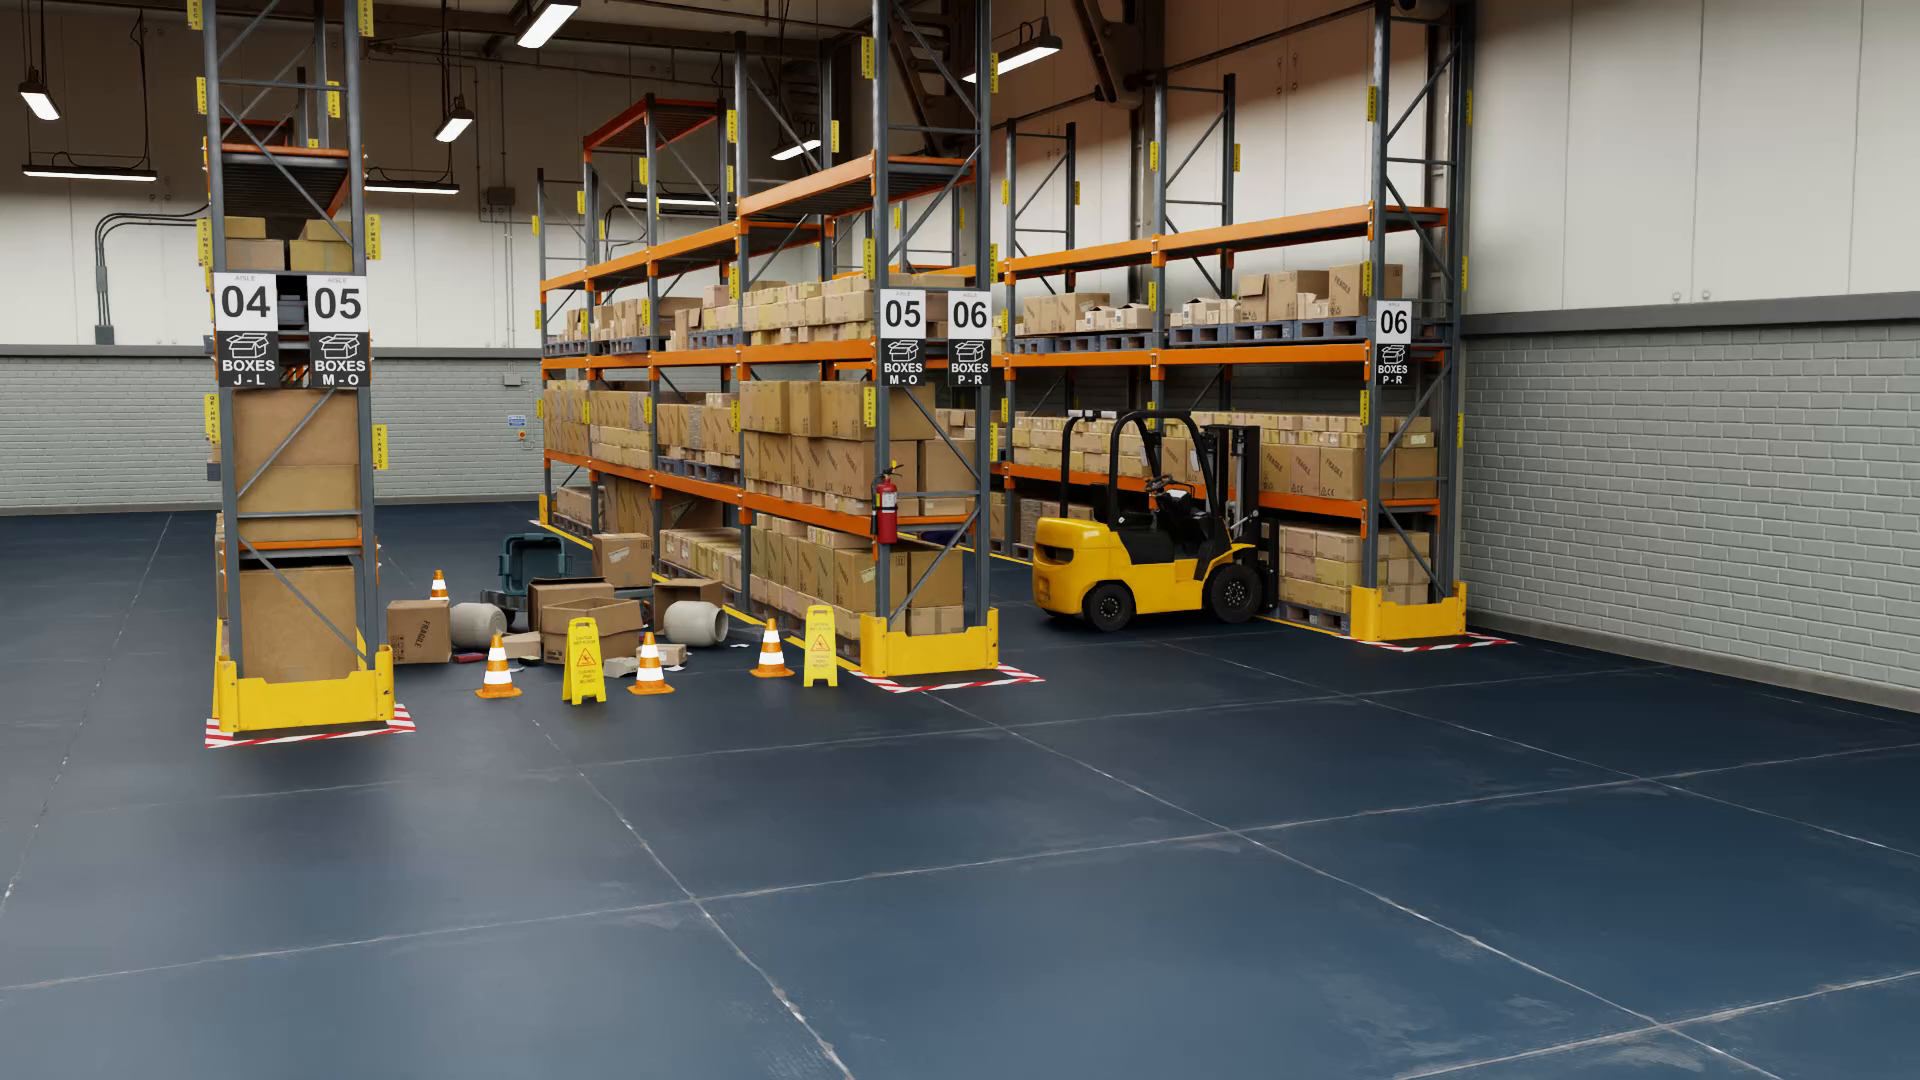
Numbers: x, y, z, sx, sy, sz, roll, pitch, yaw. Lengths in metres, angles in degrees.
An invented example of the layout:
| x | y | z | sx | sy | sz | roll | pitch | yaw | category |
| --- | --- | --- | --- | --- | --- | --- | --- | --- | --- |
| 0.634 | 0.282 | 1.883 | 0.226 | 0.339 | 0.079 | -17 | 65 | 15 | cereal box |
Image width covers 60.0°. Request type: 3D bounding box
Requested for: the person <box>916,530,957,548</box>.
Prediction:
| x | y | z | sx | sy | sz | roll | pitch | yaw | category |
| --- | --- | --- | --- | --- | --- | --- | --- | --- | --- |
| -0.231 | -0.108 | 18.007 | 0.523 | 1.643 | 0.479 | -3 | 6 | -28 | person |
